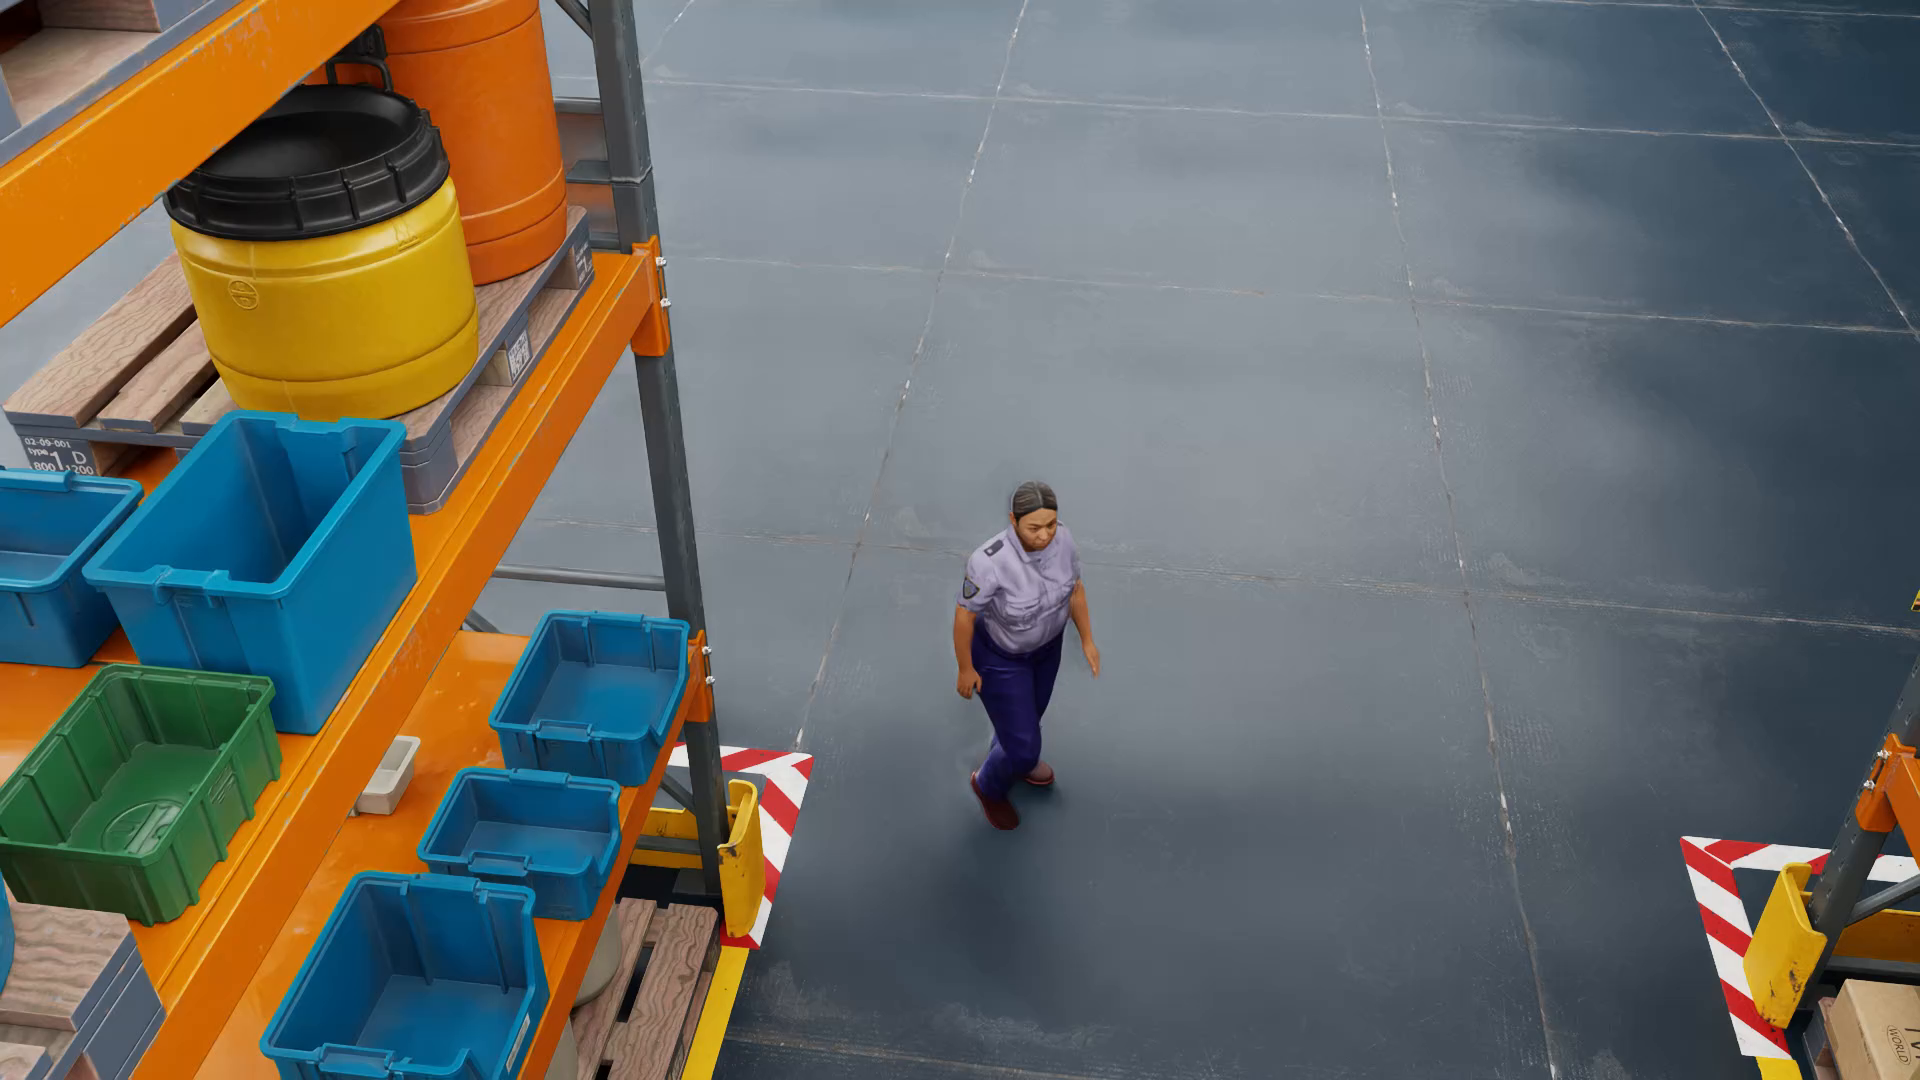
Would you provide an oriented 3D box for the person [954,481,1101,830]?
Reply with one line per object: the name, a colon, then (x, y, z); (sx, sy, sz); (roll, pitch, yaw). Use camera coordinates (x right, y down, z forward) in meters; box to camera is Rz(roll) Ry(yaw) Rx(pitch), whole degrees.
person: (0.228, 0.455, 6.462); (0.530, 1.683, 0.509); (-28, 45, -33)
